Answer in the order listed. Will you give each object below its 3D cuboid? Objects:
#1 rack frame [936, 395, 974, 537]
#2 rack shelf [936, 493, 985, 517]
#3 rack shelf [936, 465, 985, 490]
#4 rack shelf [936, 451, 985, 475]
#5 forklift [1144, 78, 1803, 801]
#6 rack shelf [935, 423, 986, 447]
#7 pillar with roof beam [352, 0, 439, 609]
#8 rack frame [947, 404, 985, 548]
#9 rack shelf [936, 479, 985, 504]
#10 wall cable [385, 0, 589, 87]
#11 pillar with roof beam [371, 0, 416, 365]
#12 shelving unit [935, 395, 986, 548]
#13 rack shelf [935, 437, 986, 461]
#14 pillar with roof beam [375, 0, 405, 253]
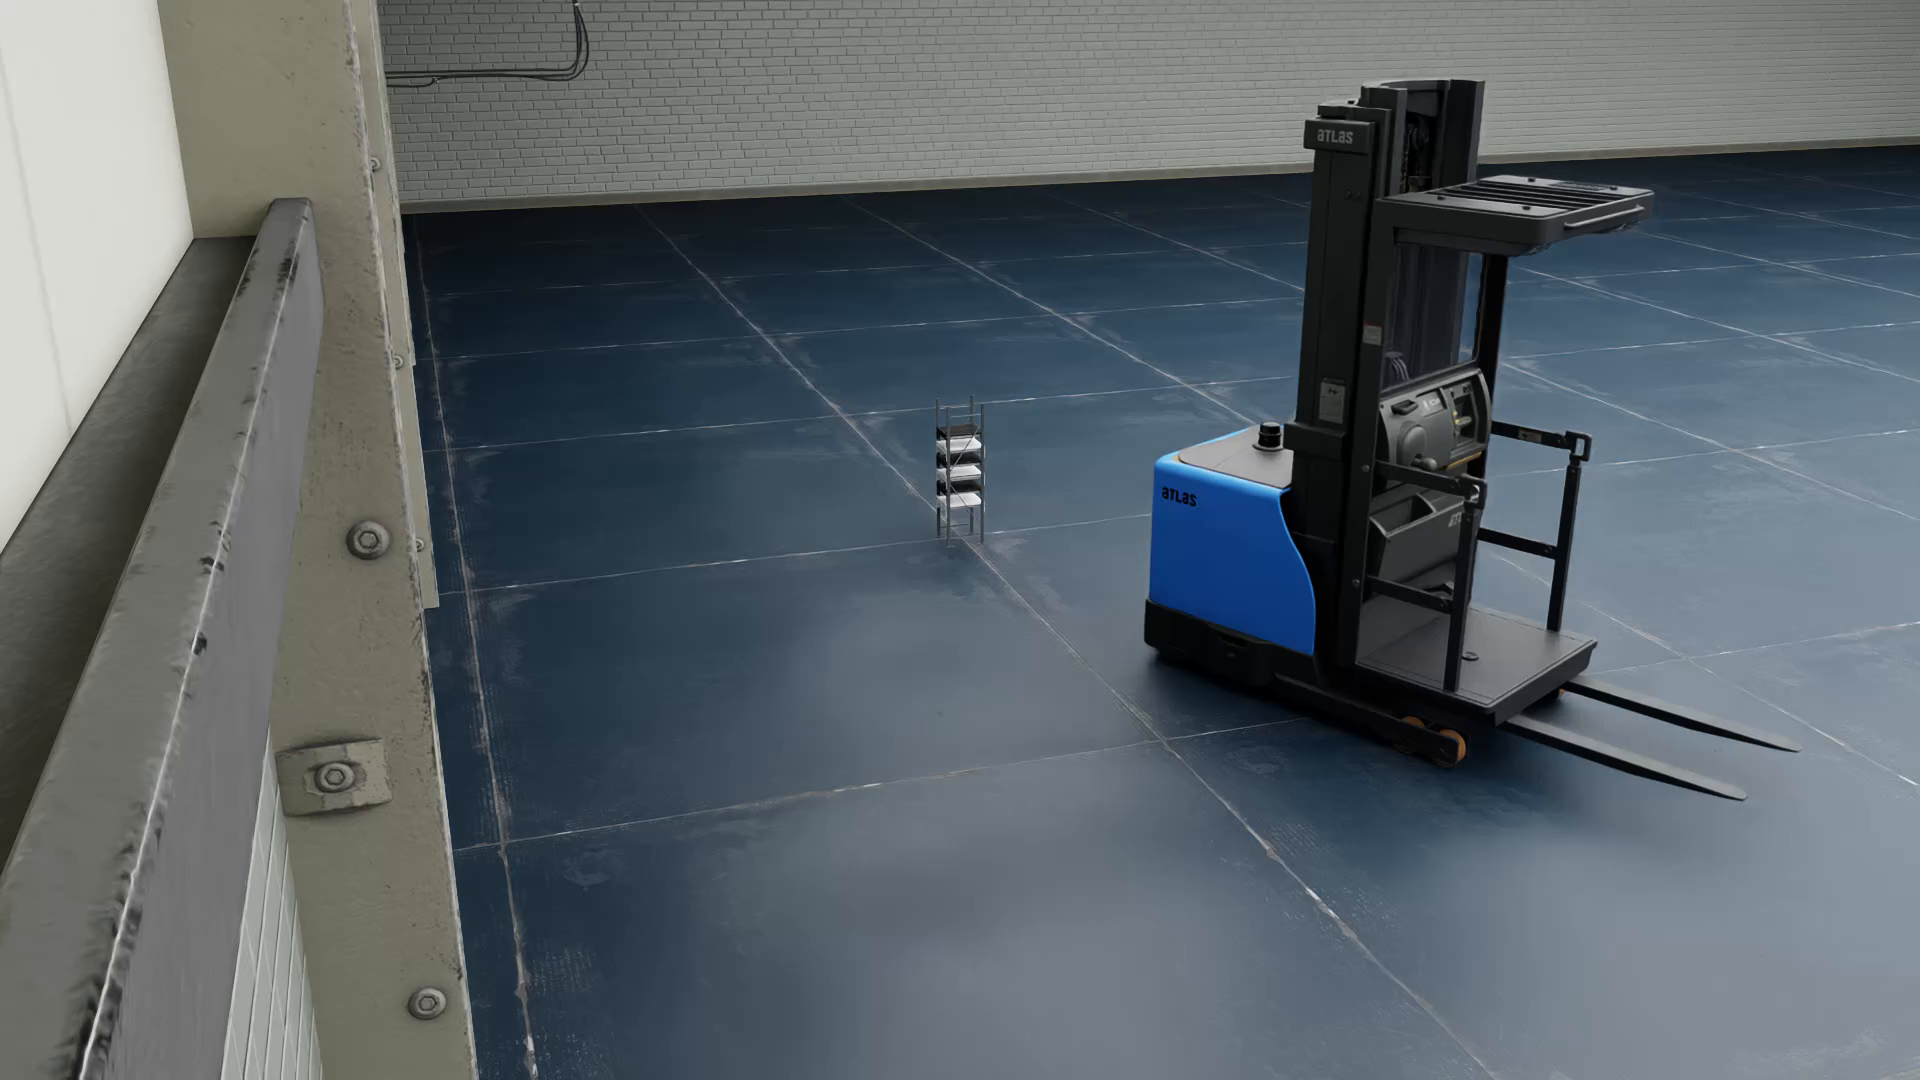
[{"bbox_3d":[-0.029,-0.454,10.348,0.240,0.900,0.006,-6,21,-17],"label":"rack frame"},{"bbox_3d":[0.003,-0.220,10.329,0.258,0.077,0.200,-6,21,-17],"label":"rack shelf"},{"bbox_3d":[0.003,-0.390,10.268,0.258,0.077,0.200,-6,21,-17],"label":"rack shelf"},{"bbox_3d":[0.003,-0.474,10.238,0.258,0.077,0.200,-6,21,-17],"label":"rack shelf"},{"bbox_3d":[2.365,-0.547,7.604,3.031,2.935,1.130,19,27,42],"label":"forklift"},{"bbox_3d":[0.003,-0.644,10.177,0.258,0.077,0.200,-6,21,-17],"label":"rack shelf"},{"bbox_3d":[0.944,-4.363,9.251,9.100,9.000,0.400,-6,21,-17],"label":"pillar with roof beam"},{"bbox_3d":[0.034,-0.388,10.166,0.240,0.900,0.006,-6,21,-17],"label":"rack frame"},{"bbox_3d":[0.003,-0.305,10.299,0.258,0.077,0.200,-6,21,-17],"label":"rack shelf"},{"bbox_3d":[-6.585,-7.381,22.247,3.097,2.526,0.112,-6,21,-17],"label":"wall cable"},{"bbox_3d":[-0.942,-6.288,14.612,9.100,9.000,0.400,-6,21,-17],"label":"pillar with roof beam"},{"bbox_3d":[0.003,-0.421,10.257,0.258,0.900,0.210,-6,21,-17],"label":"shelving unit"},{"bbox_3d":[0.003,-0.559,10.208,0.258,0.077,0.200,-6,21,-17],"label":"rack shelf"},{"bbox_3d":[-2.828,-8.214,19.972,9.100,9.000,0.400,-6,21,-17],"label":"pillar with roof beam"}]
